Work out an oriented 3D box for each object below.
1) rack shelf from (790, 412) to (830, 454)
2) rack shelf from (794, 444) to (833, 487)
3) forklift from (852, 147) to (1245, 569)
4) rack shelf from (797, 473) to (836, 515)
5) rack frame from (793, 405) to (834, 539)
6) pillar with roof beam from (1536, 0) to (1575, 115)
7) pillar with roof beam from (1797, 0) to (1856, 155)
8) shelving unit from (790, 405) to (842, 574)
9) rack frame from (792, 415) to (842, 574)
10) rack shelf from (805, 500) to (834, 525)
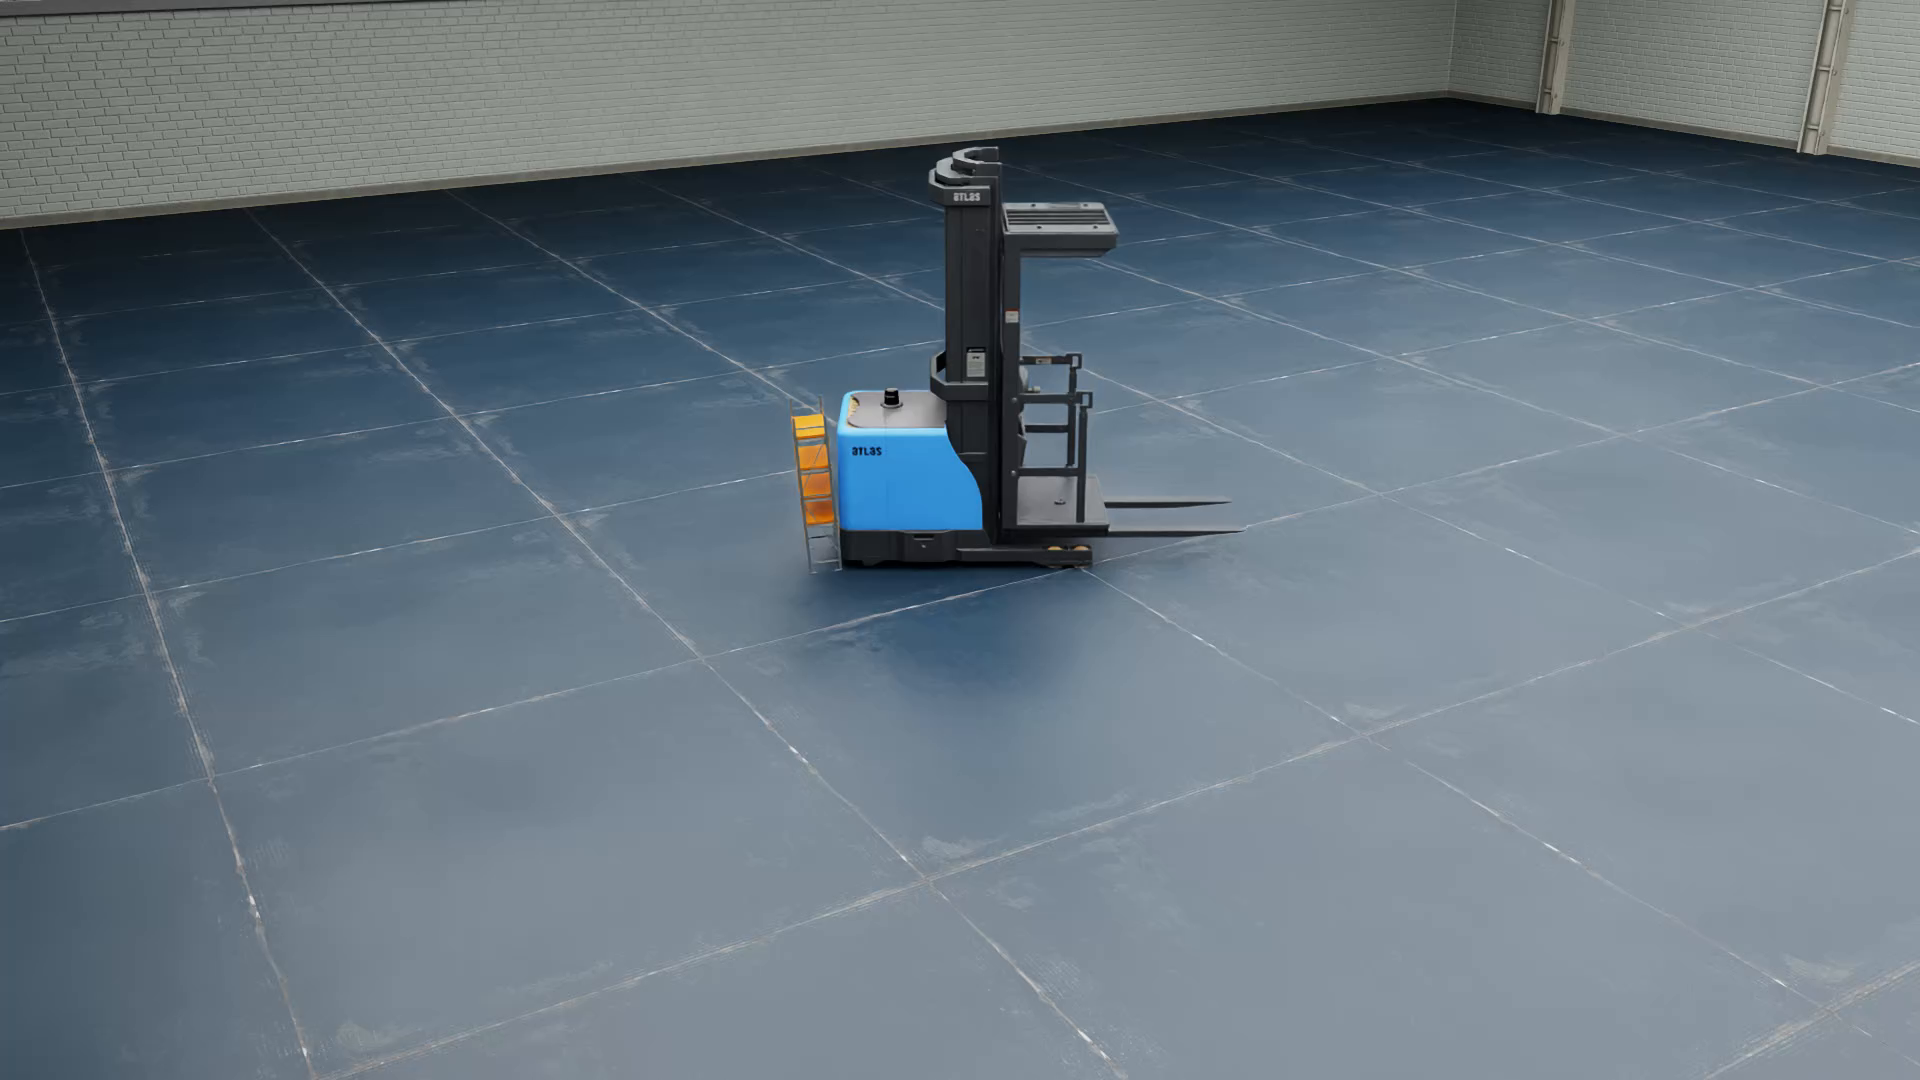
[{"bbox_3d":[-1.087,-0.771,12.052,0.258,0.148,0.480,-7,23,-6],"label":"rack shelf"},{"bbox_3d":[-1.070,-0.554,12.143,0.258,0.148,0.480,-7,23,-6],"label":"rack shelf"},{"bbox_3d":[0.610,-1.341,12.217,3.031,2.935,1.121,0,22,-1],"label":"forklift"},{"bbox_3d":[-1.054,-0.348,12.228,0.258,0.148,0.480,-7,23,-6],"label":"rack shelf"},{"bbox_3d":[-1.093,-0.500,12.427,0.228,1.046,0.006,-7,23,-6],"label":"rack frame"},{"bbox_3d":[8.591,-12.264,31.034,9.100,9.000,0.400,-13,25,-28],"label":"pillar with roof beam"},{"bbox_3d":[11.656,-10.322,26.255,9.100,9.000,0.400,-13,25,-28],"label":"pillar with roof beam"},{"bbox_3d":[-1.059,-0.409,12.201,0.258,1.200,0.499,-7,23,-6],"label":"shelving unit"},{"bbox_3d":[-1.026,-0.319,11.979,0.240,1.200,0.015,-7,23,-6],"label":"rack frame"},{"bbox_3d":[-1.044,-0.214,12.284,0.221,0.021,0.457,-7,23,-6],"label":"rack shelf"}]
